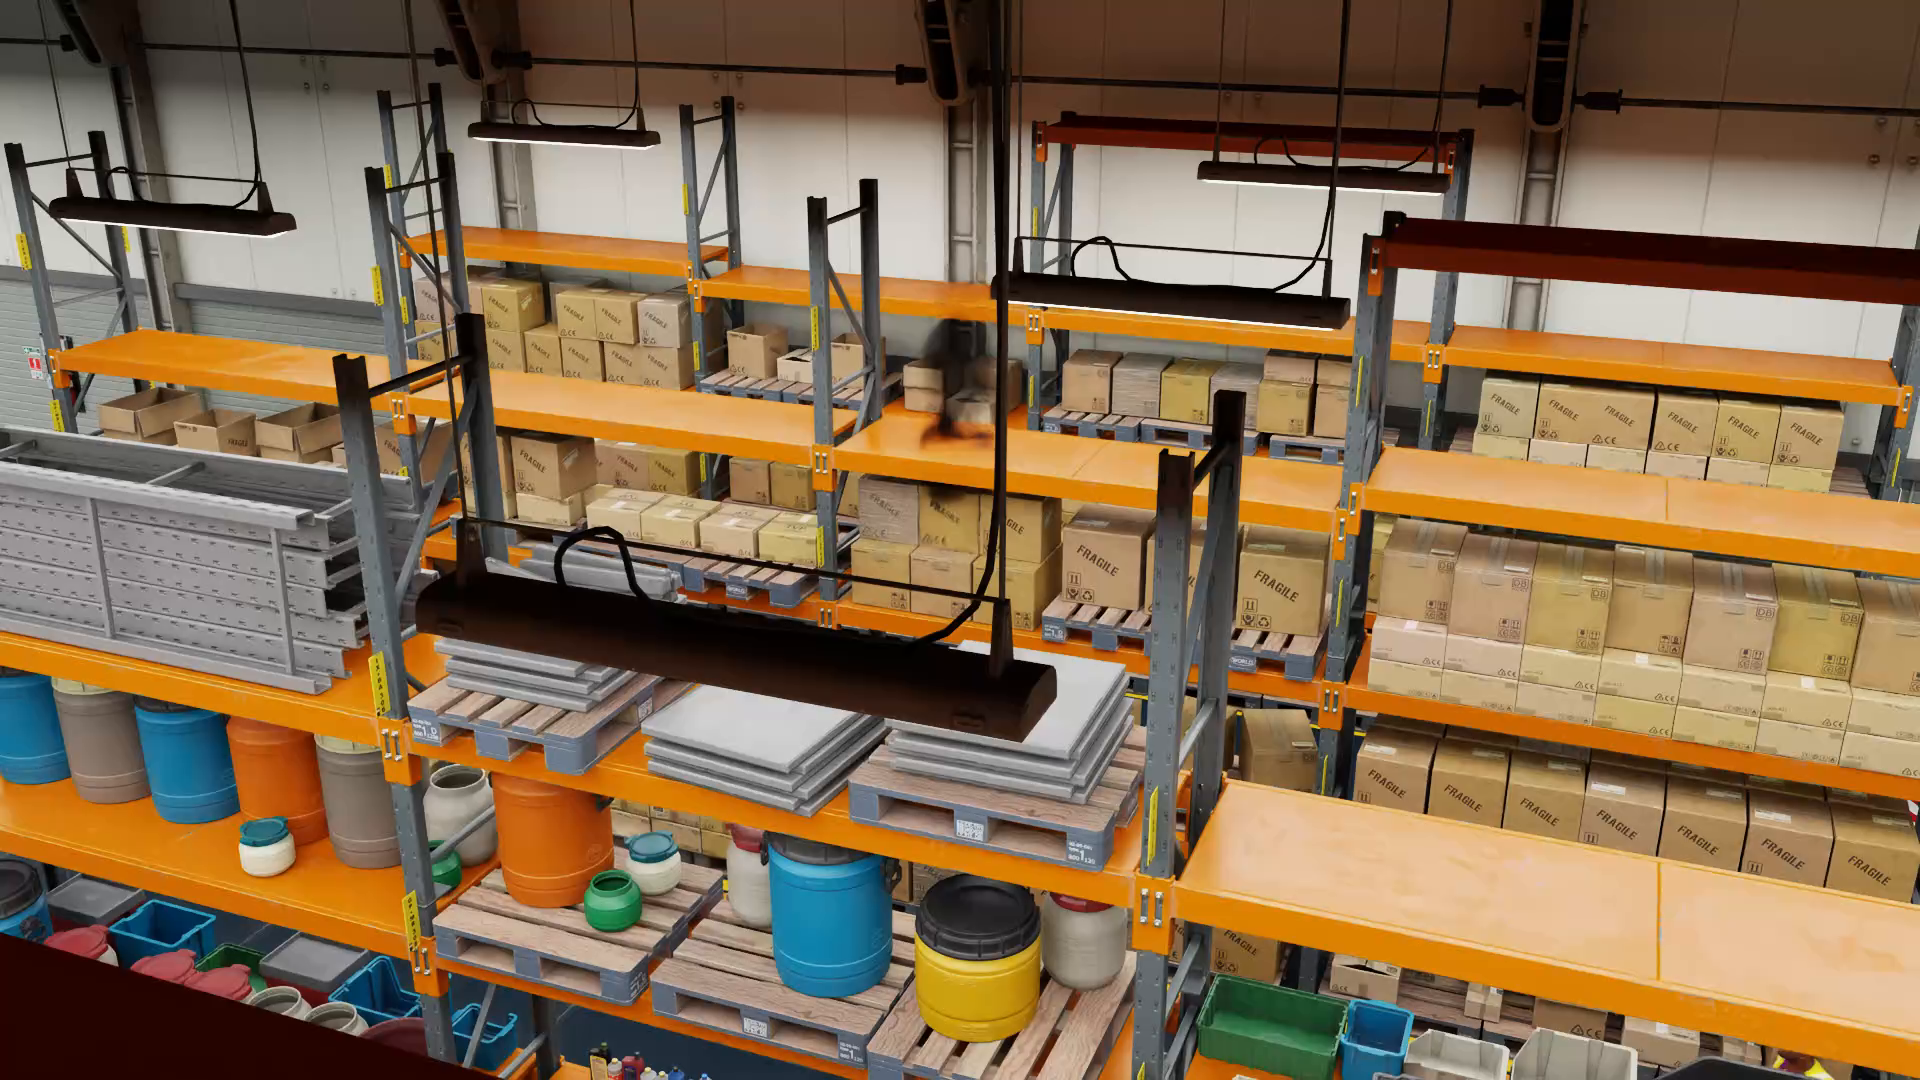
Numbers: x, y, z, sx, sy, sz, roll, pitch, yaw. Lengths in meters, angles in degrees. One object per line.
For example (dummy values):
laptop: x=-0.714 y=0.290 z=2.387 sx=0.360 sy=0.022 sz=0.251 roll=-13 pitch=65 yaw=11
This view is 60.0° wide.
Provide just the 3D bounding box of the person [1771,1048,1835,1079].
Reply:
person: x=5.025 y=3.707 z=10.234 sx=0.535 sy=1.727 sz=0.725 roll=0 pitch=21 yaw=0
